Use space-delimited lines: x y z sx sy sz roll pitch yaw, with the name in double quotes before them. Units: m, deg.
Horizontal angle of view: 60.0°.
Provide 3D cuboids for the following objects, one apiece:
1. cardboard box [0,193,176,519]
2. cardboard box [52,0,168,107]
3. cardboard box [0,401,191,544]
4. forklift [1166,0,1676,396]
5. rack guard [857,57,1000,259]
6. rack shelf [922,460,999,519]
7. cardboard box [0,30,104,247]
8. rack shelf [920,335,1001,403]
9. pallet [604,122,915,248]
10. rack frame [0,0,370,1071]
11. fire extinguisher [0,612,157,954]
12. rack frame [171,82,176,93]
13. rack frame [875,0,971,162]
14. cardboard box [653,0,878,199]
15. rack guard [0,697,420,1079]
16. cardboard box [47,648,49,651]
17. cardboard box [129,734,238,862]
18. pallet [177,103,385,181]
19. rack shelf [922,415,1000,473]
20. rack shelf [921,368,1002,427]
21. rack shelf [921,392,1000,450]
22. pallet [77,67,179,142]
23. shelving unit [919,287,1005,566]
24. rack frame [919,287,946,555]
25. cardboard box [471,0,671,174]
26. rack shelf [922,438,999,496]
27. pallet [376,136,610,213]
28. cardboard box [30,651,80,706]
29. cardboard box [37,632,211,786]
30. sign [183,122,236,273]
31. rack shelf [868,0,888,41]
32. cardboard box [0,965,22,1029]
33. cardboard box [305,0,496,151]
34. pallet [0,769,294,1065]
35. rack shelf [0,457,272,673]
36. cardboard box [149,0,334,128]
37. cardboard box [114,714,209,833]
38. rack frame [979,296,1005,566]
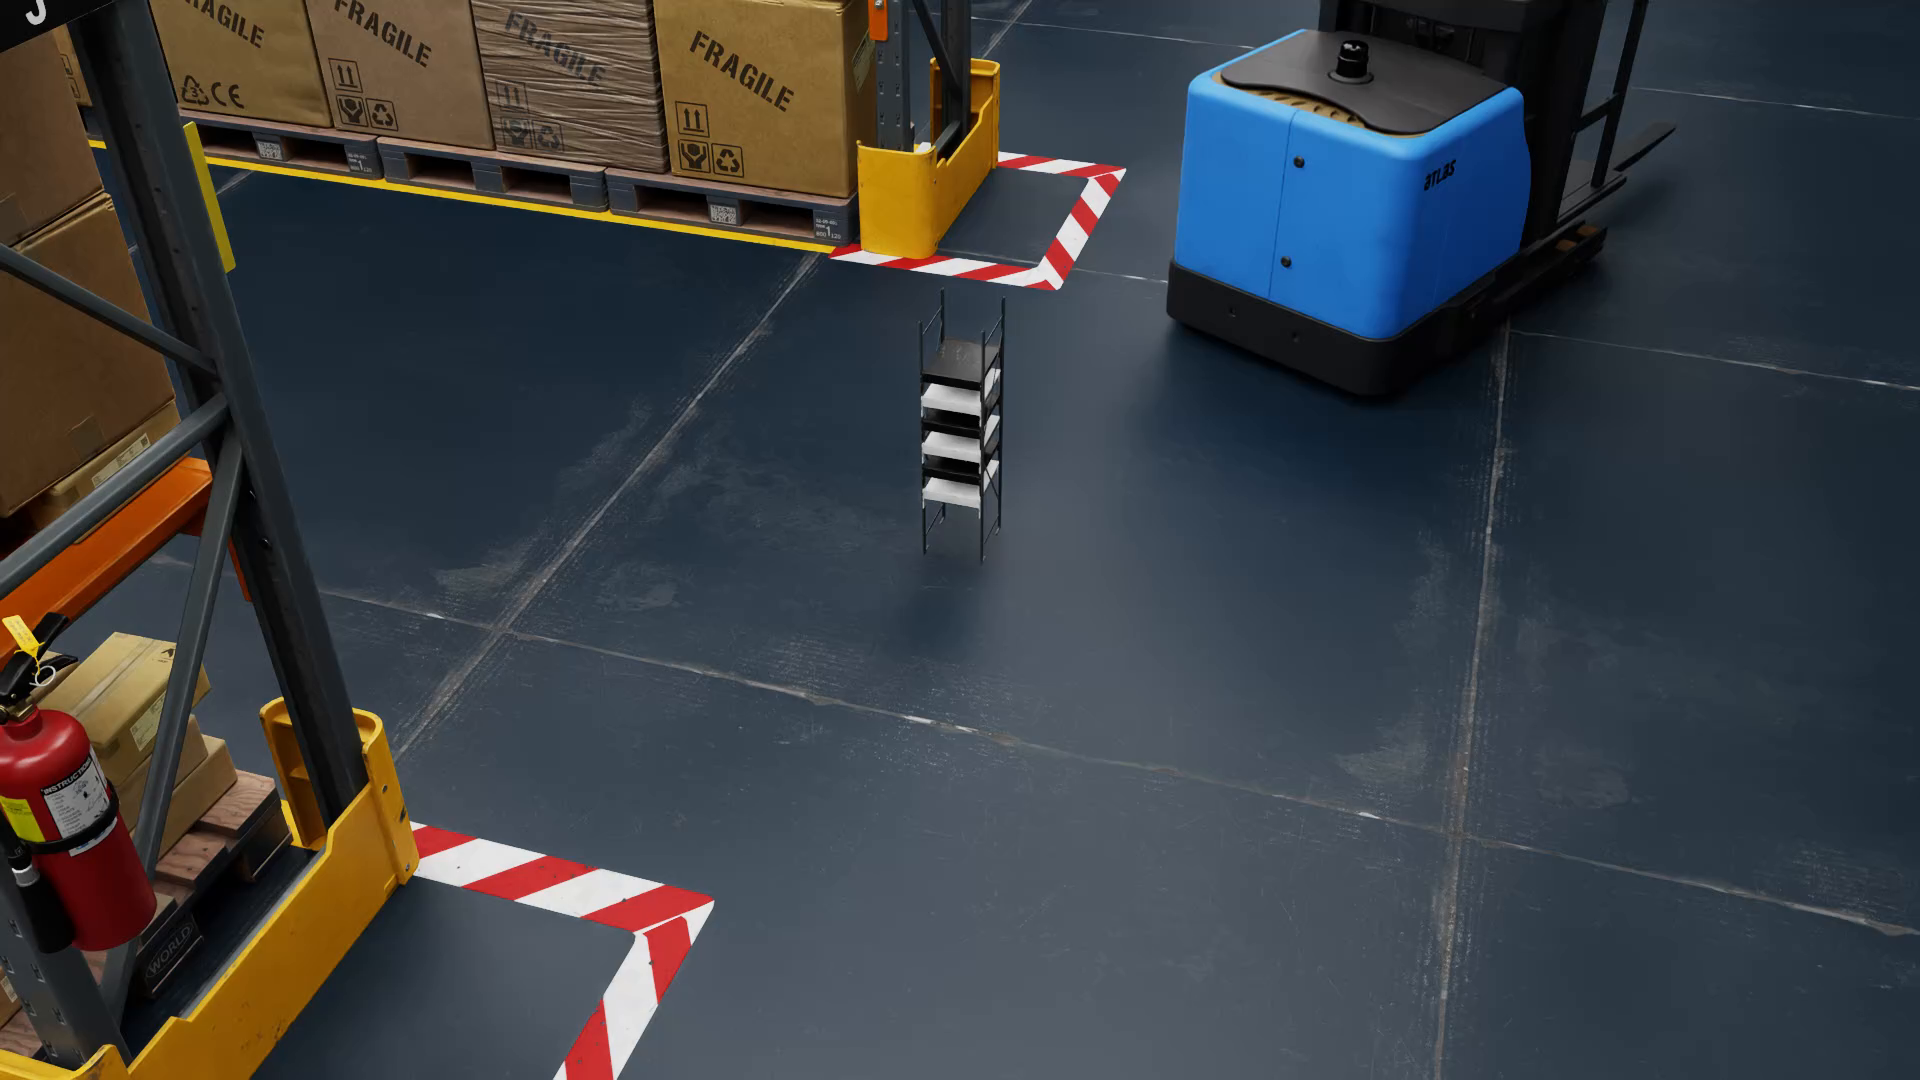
"cardboard box" -2.074 -0.429 3.467 0.500 0.500 0.500 12 38 16
"cardboard box" -4.588 -2.944 8.658 0.875 0.875 1.225 11 38 14
"cardboard box" -1.940 -0.175 3.669 0.250 0.149 0.380 10 38 14
"forklift" 2.231 -2.517 6.698 1.130 2.935 3.031 29 45 33
"rack guard" -0.130 -1.811 7.789 0.348 0.500 1.175 10 38 14
"rack shelf" 0.008 -0.189 5.608 0.200 0.077 0.258 10 38 14
"cardboard box" -2.078 -0.826 3.163 0.500 0.500 0.500 10 38 14
"rack shelf" 0.008 -0.552 5.341 0.200 0.077 0.258 10 38 14
"pallet" -0.939 -1.796 8.012 1.213 0.211 1.003 10 38 14
"rack frame" -1.728 -0.033 3.265 0.127 3.000 1.000 10 38 14
"fire extinguisher" -1.625 0.454 2.983 0.183 0.674 0.296 10 38 14
"rack frame" -3.971 -3.529 8.014 0.127 3.000 1.000 10 38 14
"rack frame" -0.153 -2.822 7.054 0.127 3.000 1.000 10 38 14
"cardboard box" -0.787 -2.203 7.651 0.875 0.875 0.875 10 38 14
"rack guard" -1.801 0.960 4.024 0.348 0.500 1.175 10 38 14
"cardboard box" -2.628 0.323 4.329 0.250 0.149 0.380 10 38 14
"cardboard box" -2.133 0.672 4.357 0.250 0.149 0.380 11 38 15
"pallet" -3.268 -2.227 8.598 1.213 0.211 1.003 10 38 14
"rack shelf" 0.008 -0.334 5.501 0.200 0.077 0.258 10 38 14
"rack shelf" 0.008 -0.479 5.394 0.200 0.077 0.258 10 38 14
"rack shelf" 0.008 -0.407 5.448 0.200 0.077 0.258 10 38 14
"pallet" -4.730 -2.500 8.968 1.213 0.211 1.003 10 38 14
"shelving unit" 0.008 -0.361 5.481 0.210 0.900 0.258 10 38 14
"rack frame" -0.089 -0.379 5.506 0.006 0.900 0.240 10 38 14
"cardboard box" -1.656 -2.364 7.870 0.875 0.875 0.875 10 38 14
"rack shelf" 0.008 -0.262 5.554 0.200 0.077 0.258 10 38 14
"pallet" -2.100 -2.013 8.306 1.213 0.211 1.003 10 38 14
"cardboard box" -2.426 0.441 4.170 0.250 0.149 0.380 11 38 15
"cardboard box" -2.127 0.421 4.196 0.250 0.149 0.380 9 37 12
"sign" -1.567 -0.689 3.425 0.005 0.325 0.100 10 38 14
"rack shelf" -2.062 -2.886 7.747 4.000 0.370 1.077 10 38 14
"cardboard box" -2.293 0.971 3.952 0.250 0.149 0.380 11 38 15
"cardboard box" -2.506 -2.521 8.083 0.875 0.875 0.875 10 38 14
"pallet" -2.566 0.913 4.332 1.213 0.211 1.003 10 38 14
"rack shelf" -3.637 -0.097 3.958 4.000 0.370 1.077 10 38 14
"cardboard box" -3.365 -2.680 8.299 0.875 0.875 0.875 10 38 14
"cardboard box" -2.152 0.588 4.220 0.250 0.149 0.380 12 38 16
"rack frame" 0.105 -0.343 5.457 0.006 0.900 0.240 10 38 14
